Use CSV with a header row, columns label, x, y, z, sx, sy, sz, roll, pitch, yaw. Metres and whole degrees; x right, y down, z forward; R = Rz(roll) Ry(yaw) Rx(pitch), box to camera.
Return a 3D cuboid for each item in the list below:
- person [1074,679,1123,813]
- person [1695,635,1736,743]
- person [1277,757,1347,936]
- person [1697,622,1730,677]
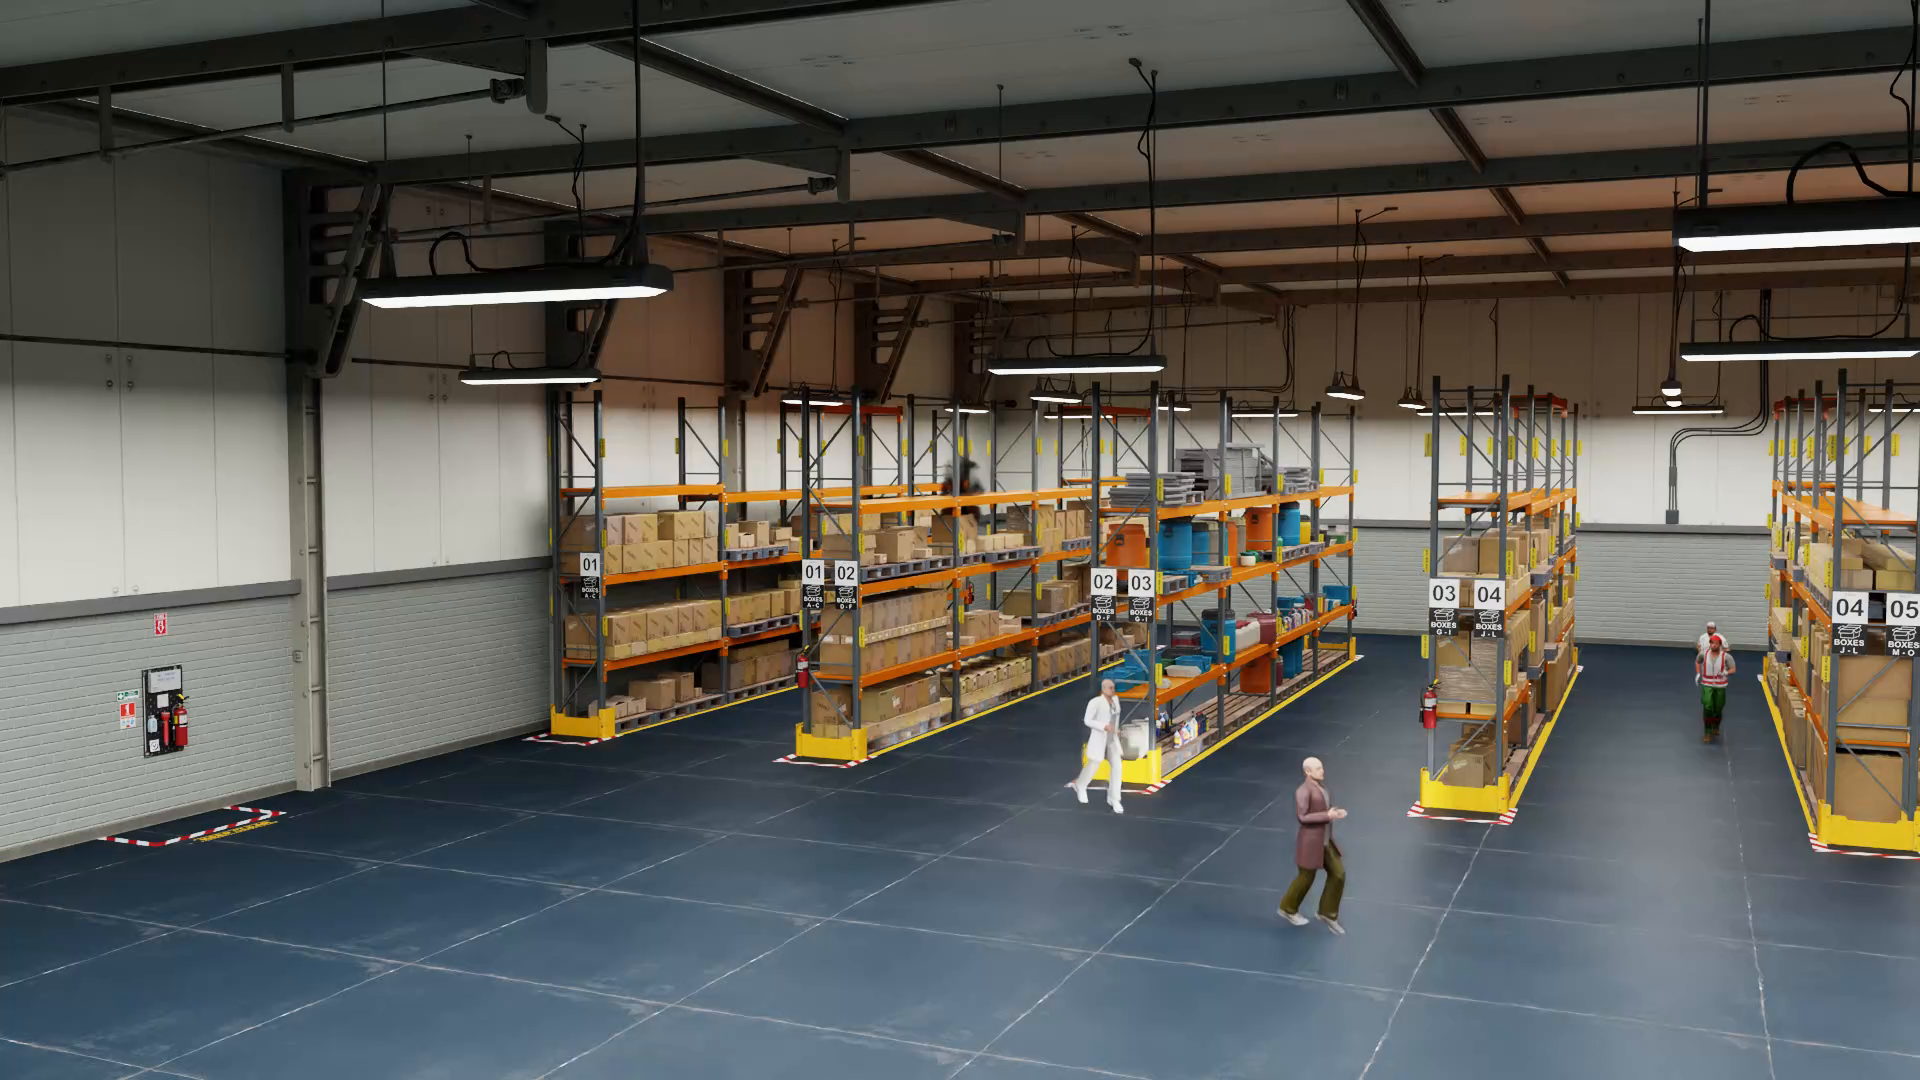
label,x,y,z,sx,sy,sz,roll,pitch,yaw
person,1.986,2.832,23.191,0.691,1.808,1.006,-2,4,-30
person,12.935,2.545,28.485,0.639,1.845,0.783,1,3,24
person,3.661,3.161,17.181,0.805,1.837,0.686,3,4,43
person,14.512,2.419,32.068,0.598,1.666,0.830,2,4,29
